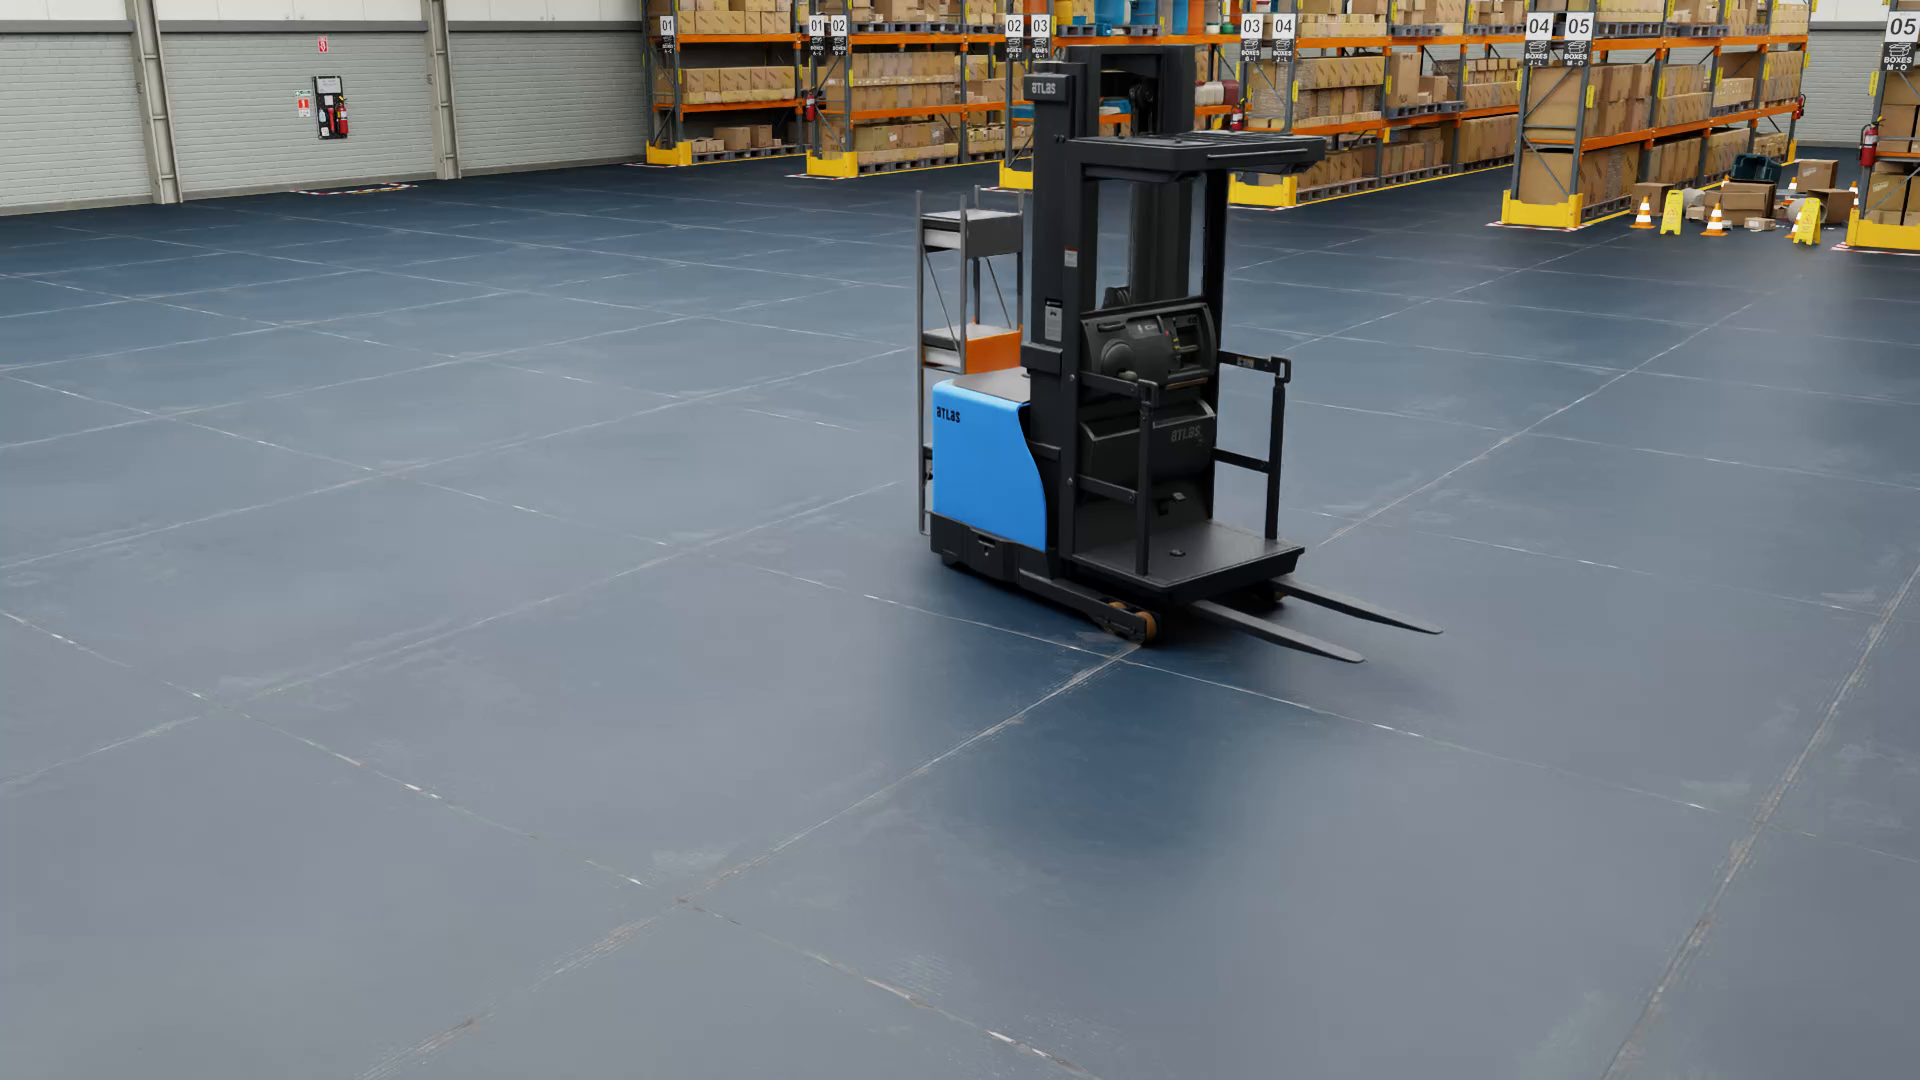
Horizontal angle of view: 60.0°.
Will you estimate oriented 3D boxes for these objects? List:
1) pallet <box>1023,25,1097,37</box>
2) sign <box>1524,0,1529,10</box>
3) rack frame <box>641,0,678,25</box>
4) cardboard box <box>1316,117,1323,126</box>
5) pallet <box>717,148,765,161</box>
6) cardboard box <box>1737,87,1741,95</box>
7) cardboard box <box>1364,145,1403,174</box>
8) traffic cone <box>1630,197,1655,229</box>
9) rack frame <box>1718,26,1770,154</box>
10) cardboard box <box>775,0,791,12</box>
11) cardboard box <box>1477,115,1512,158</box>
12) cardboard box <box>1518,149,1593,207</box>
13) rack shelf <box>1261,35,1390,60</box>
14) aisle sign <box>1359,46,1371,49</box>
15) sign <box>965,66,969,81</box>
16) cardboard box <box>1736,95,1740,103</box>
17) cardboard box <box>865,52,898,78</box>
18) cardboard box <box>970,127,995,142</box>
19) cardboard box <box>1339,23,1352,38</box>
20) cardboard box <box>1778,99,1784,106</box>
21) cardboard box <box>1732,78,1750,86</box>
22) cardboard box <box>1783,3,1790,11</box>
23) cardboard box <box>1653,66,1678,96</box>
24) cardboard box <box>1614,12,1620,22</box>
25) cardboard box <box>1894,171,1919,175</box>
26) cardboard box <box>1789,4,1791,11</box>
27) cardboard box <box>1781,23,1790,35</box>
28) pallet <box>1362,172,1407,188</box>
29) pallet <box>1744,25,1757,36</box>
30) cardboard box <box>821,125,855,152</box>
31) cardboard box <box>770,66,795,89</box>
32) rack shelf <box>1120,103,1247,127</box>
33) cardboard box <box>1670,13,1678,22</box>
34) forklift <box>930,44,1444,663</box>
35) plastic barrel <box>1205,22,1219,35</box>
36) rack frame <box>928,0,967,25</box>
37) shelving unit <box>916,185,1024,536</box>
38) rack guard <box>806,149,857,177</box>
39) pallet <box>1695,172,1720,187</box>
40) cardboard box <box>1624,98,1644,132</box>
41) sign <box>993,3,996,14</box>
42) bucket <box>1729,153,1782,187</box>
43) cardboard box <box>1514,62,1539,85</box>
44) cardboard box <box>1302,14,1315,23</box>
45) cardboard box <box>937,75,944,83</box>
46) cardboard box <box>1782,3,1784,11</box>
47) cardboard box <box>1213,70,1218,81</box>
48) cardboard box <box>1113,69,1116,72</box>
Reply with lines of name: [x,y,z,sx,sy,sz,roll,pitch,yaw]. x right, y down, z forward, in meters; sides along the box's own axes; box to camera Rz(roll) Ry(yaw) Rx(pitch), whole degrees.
pallet: [1.877,-9.741,31.814,1.003,0.211,1.213,12,21,35]
sign: [8.779,-8.360,25.689,0.100,0.325,0.005,12,21,35]
rack frame: [-6.650,-12.835,36.400,1.000,3.000,0.127,12,21,35]
cardboard box: [6.257,-7.484,29.710,0.380,0.149,0.250,12,21,35]
pallet: [-5.365,-9.133,39.296,1.003,0.211,1.213,12,21,35]
cardboard box: [15.657,-9.145,33.849,0.380,0.149,0.250,11,20,32]
cardboard box: [8.350,-7.565,33.021,0.700,0.500,0.500,12,21,34]
traffic cone: [10.664,-5.107,25.910,0.336,0.463,0.334,12,21,35]
rack frame: [16.357,-9.301,35.138,1.000,3.000,0.127,12,21,35]
cardboard box: [-4.348,-12.722,39.208,0.500,0.500,0.500,10,20,30]
cardboard box: [11.537,-9.019,37.103,1.225,0.875,0.875,12,21,33]
cardboard box: [9.558,-5.802,26.745,0.875,0.875,0.875,13,21,35]
rack shelf: [6.475,-8.909,30.030,1.077,0.370,4.000,12,21,35]
aisle sign: [10.644,-13.341,43.763,0.394,0.787,0.004,12,21,35]
sign: [0.160,-10.401,37.087,0.100,0.325,0.005,12,21,35]
cardboard box: [15.664,-9.004,33.897,0.380,0.149,0.250,11,21,32]
cardboard box: [-1.741,-10.130,35.452,0.700,0.500,0.500,13,21,35]
cardboard box: [0.462,-9.376,38.360,0.500,0.311,0.500,12,21,34]
cardboard box: [6.685,-9.140,29.813,0.500,0.250,0.500,13,22,36]
cardboard box: [18.143,-9.769,37.068,0.380,0.149,0.250,11,21,32]
cardboard box: [16.115,-9.472,34.399,0.380,0.149,0.250,12,21,33]
cardboard box: [17.547,-11.422,35.648,0.380,0.149,0.250,14,22,37]
cardboard box: [12.488,-8.284,30.006,0.700,0.500,0.500,13,21,35]
cardboard box: [10.120,-8.210,26.112,0.380,0.149,0.250,13,21,35]
cardboard box: [13.819,-5.200,24.594,0.500,0.500,0.500,13,22,37]
cardboard box: [17.692,-11.487,35.856,0.380,0.149,0.250,12,21,33]
cardboard box: [17.462,-10.967,35.698,0.500,0.250,0.500,14,22,37]
pallet: [8.130,-7.150,32.914,1.003,0.211,1.213,12,21,35]
pallet: [15.288,-10.268,33.511,1.213,0.211,1.003,12,21,35]
cardboard box: [-2.589,-8.521,35.289,0.500,0.500,0.500,12,21,35]
cardboard box: [-4.300,-11.051,39.727,0.500,0.500,0.500,12,21,35]
rack shelf: [4.881,-9.304,36.361,1.077,0.370,4.000,12,21,35]
cardboard box: [12.407,-9.160,29.172,0.250,0.149,0.380,12,21,35]
forklift: [1.140,-1.033,8.628,1.130,2.935,3.031,-13,22,-37]
plastic barrel: [5.502,-11.147,36.256,0.301,0.262,0.301,0,17,0]
rack frame: [-0.287,-12.913,36.652,1.000,3.000,0.127,12,21,35]
shelving unit: [0.062,-1.058,10.111,0.503,2.100,0.431,-16,24,-42]
rack guard: [-2.684,-7.896,34.826,1.175,0.500,0.348,12,21,35]
pallet: [14.440,-7.203,33.082,1.003,0.211,1.213,12,21,35]
cardboard box: [11.071,-7.243,28.255,0.875,0.550,0.550,12,21,35]
sign: [0.941,-14.564,45.624,0.100,0.325,0.005,12,21,35]
bucket: [13.361,-6.119,27.846,0.620,0.611,0.726,0,14,-35]
cardboard box: [12.924,-10.699,38.127,0.500,0.500,0.500,12,21,35]
cardboard box: [5.866,-8.964,28.576,0.380,0.149,0.250,13,21,36]
cardboard box: [-0.579,-10.181,36.710,0.380,0.149,0.250,12,21,33]
cardboard box: [17.347,-11.366,35.465,0.380,0.149,0.250,12,21,33]
cardboard box: [6.815,-12.799,46.232,0.500,0.500,0.500,13,22,36]
cardboard box: [3.659,-11.953,42.801,0.500,0.500,0.700,-16,23,-42]
